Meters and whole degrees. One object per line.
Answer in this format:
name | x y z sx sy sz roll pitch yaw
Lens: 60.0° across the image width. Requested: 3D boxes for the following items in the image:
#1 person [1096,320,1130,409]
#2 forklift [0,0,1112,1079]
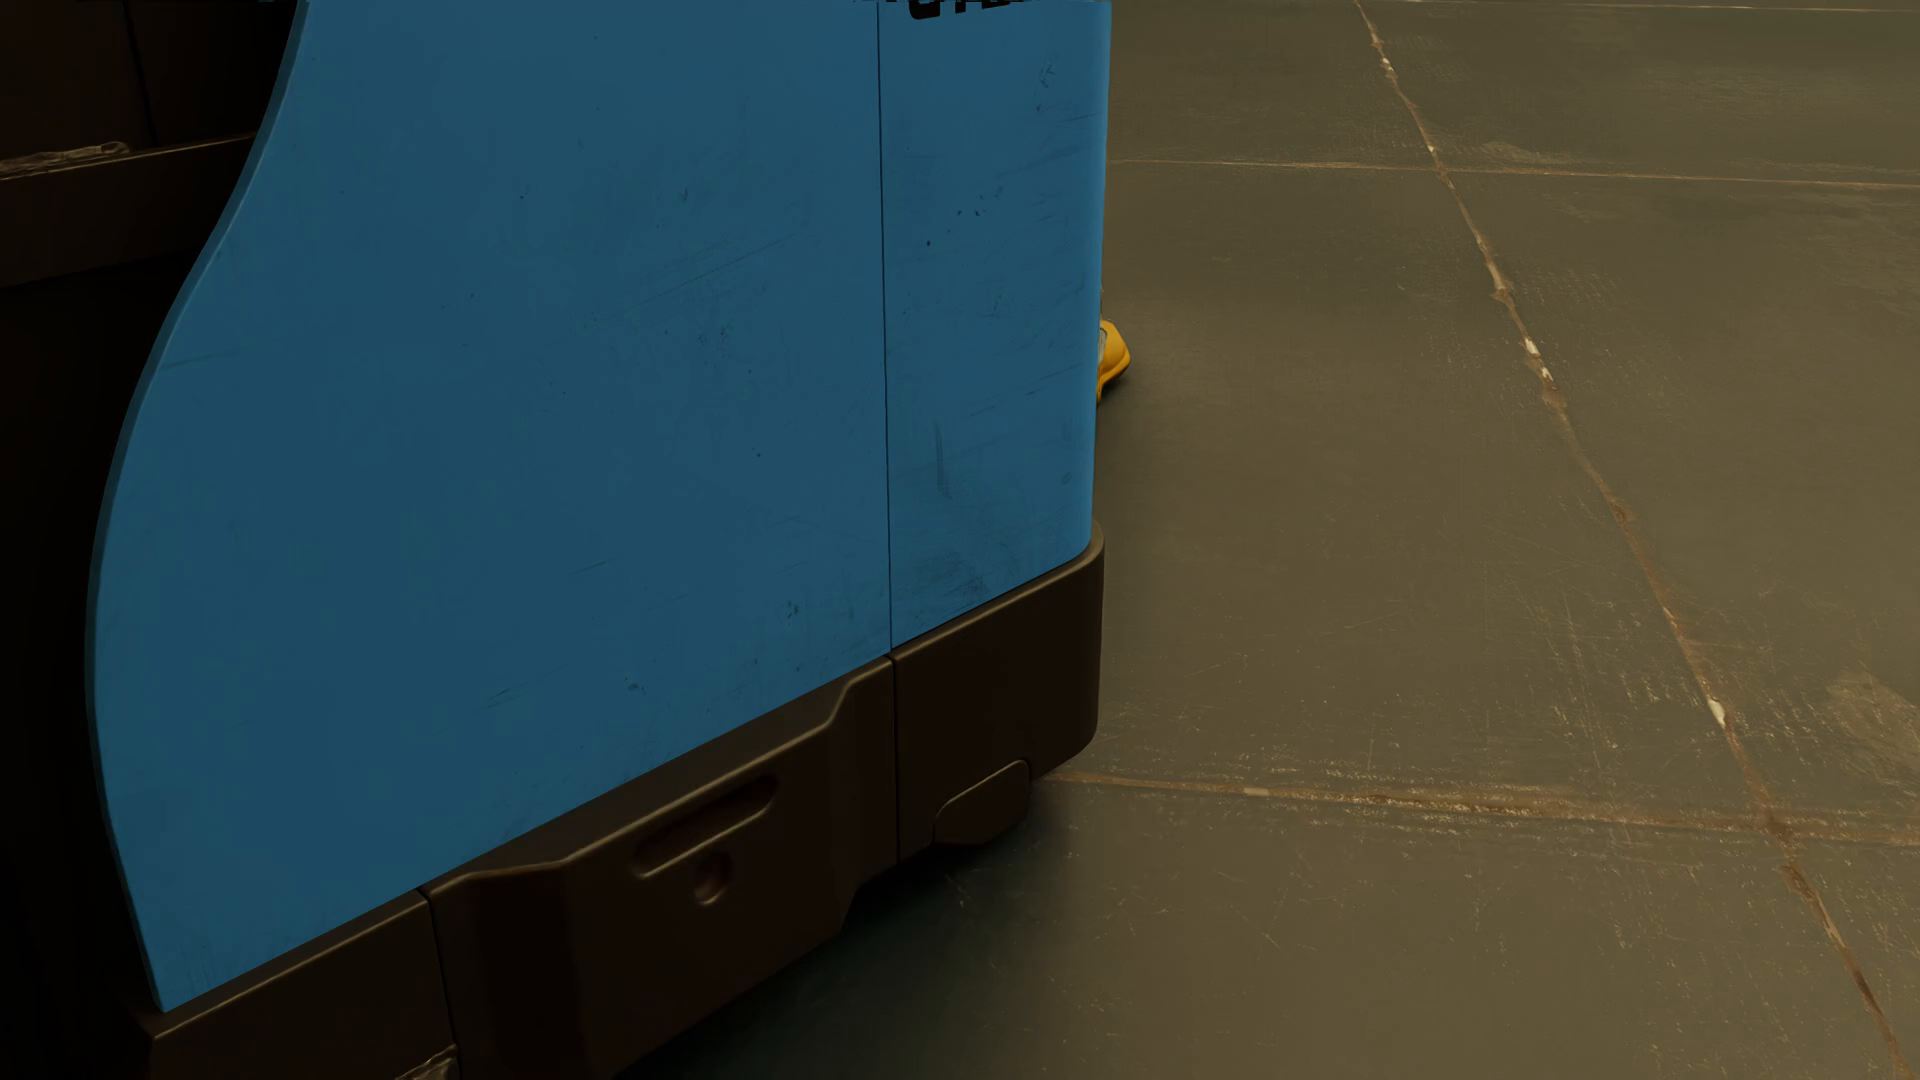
person | -0.137 -0.990 2.724 0.825 1.586 0.794 9 28 18
forklift | -1.232 -0.720 0.660 1.130 2.935 3.031 24 35 39
